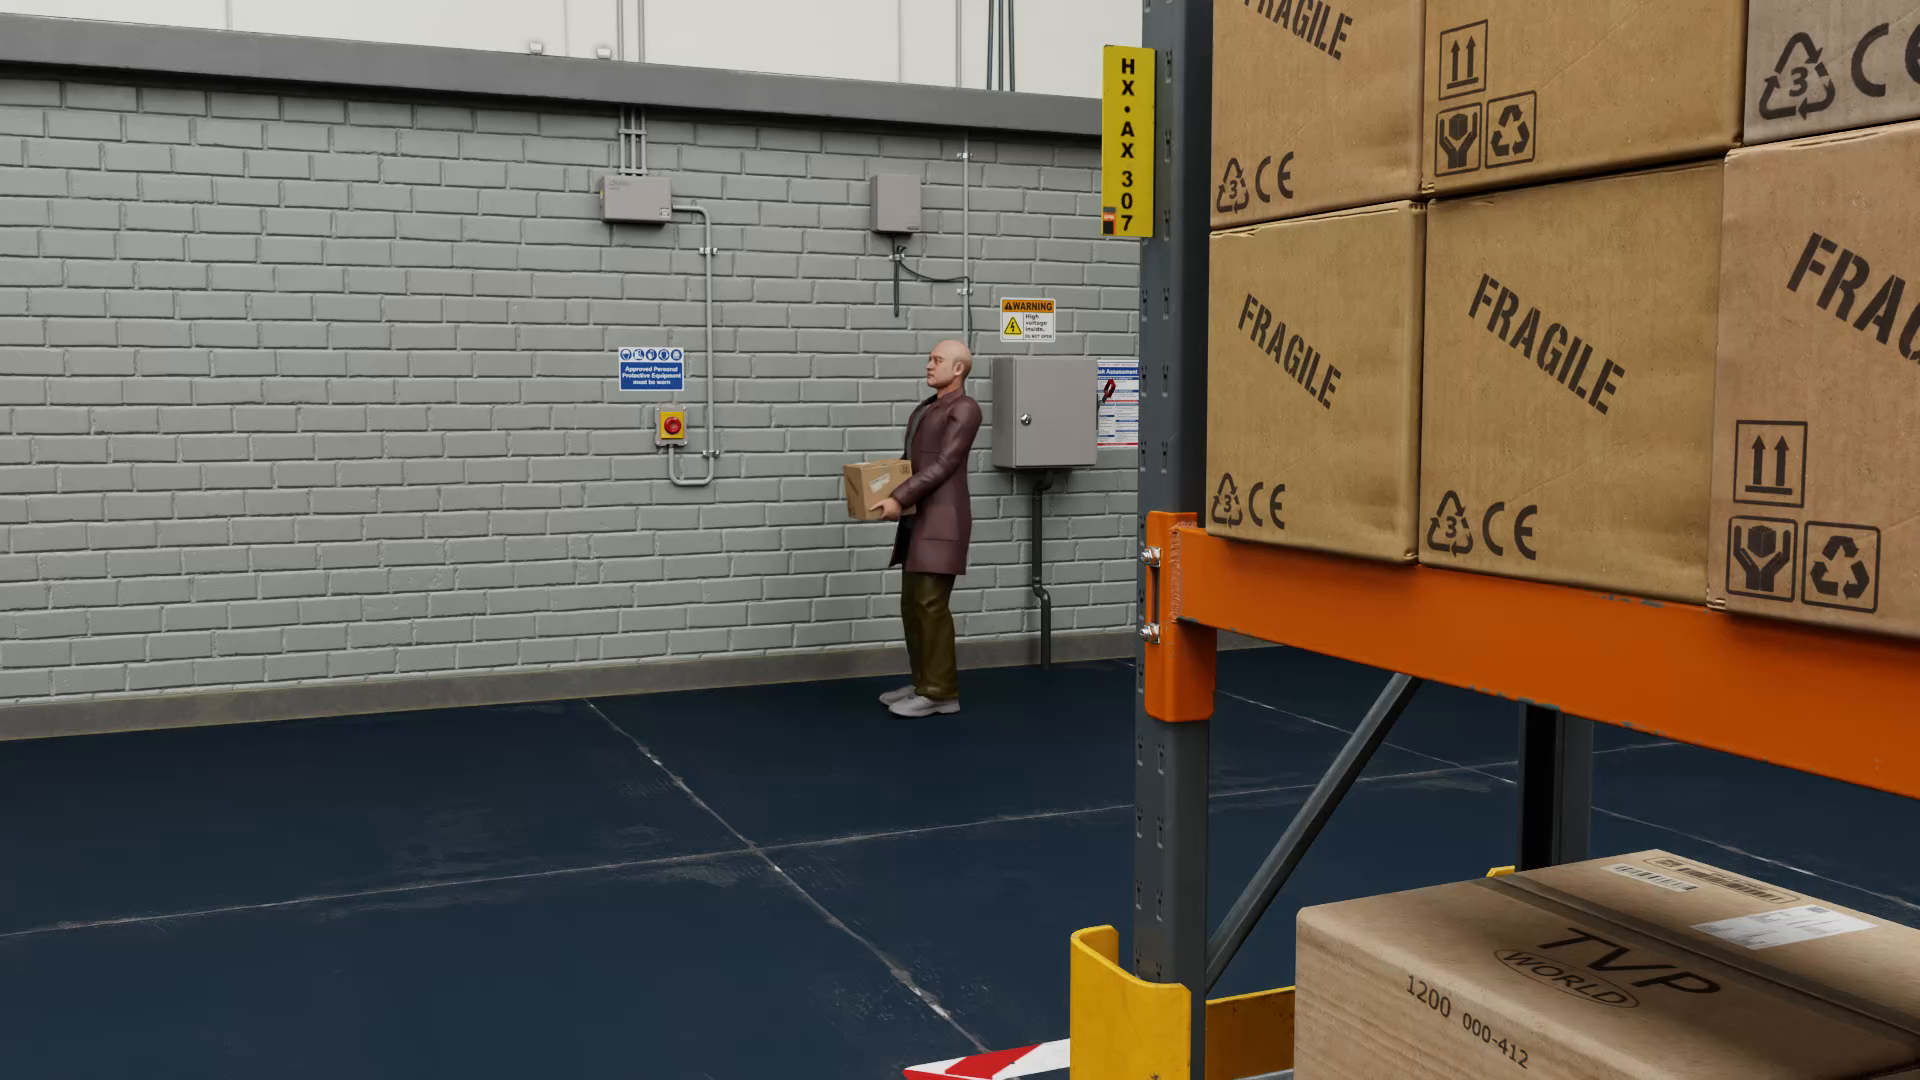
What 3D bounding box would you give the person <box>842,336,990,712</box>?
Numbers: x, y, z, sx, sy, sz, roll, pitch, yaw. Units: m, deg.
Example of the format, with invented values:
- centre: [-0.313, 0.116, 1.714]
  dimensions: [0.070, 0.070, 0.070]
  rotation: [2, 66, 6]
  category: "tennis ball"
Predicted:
- centre: [-0.195, -0.074, 7.896]
  dimensions: [0.580, 1.777, 0.698]
  rotation: [-2, 6, -24]
  category: "person"
